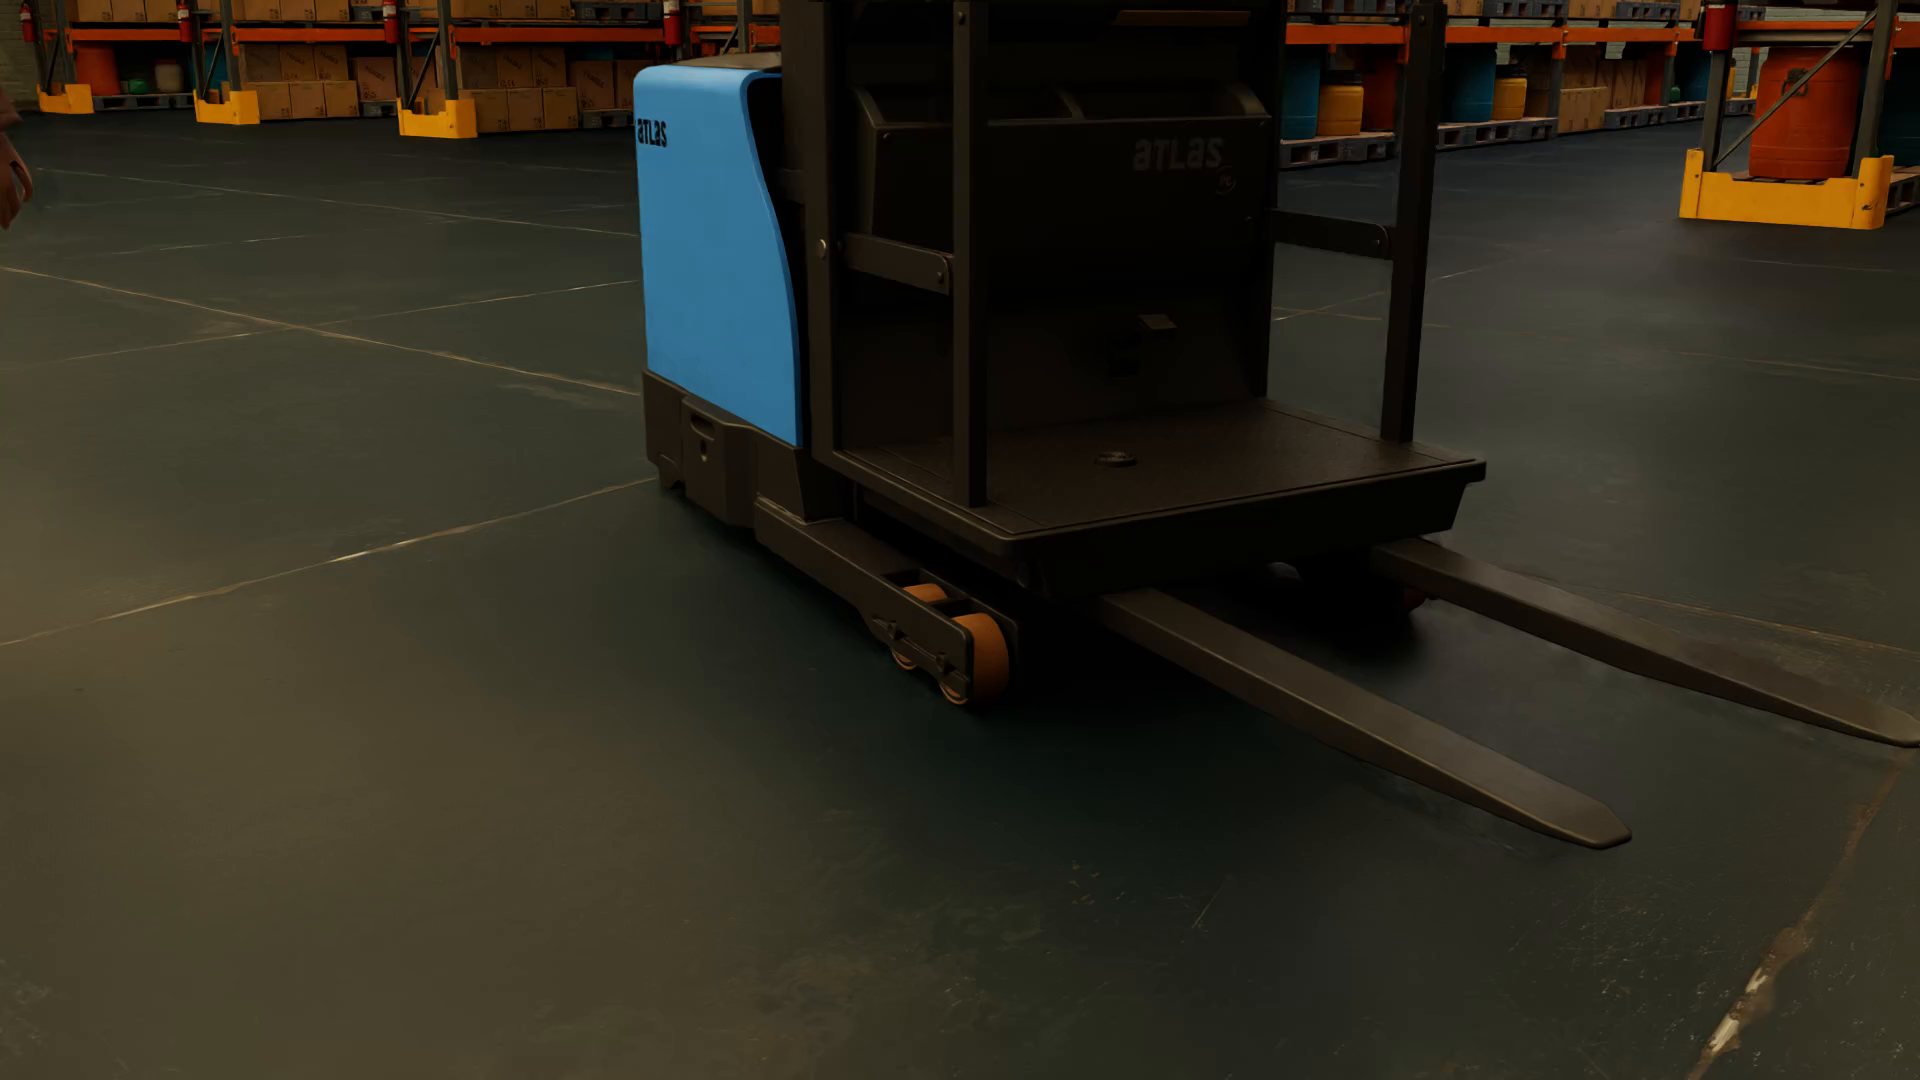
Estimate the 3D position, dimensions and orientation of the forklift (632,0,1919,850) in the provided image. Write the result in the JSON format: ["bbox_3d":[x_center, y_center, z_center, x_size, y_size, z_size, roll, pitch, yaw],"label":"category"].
[{"bbox_3d":[0.321,-1.257,3.036,1.130,2.935,3.031,-9,19,-28],"label":"forklift"}]

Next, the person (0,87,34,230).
[{"bbox_3d":[-2.120,-0.521,2.833,0.689,1.784,0.825,9,19,28],"label":"person"}]
